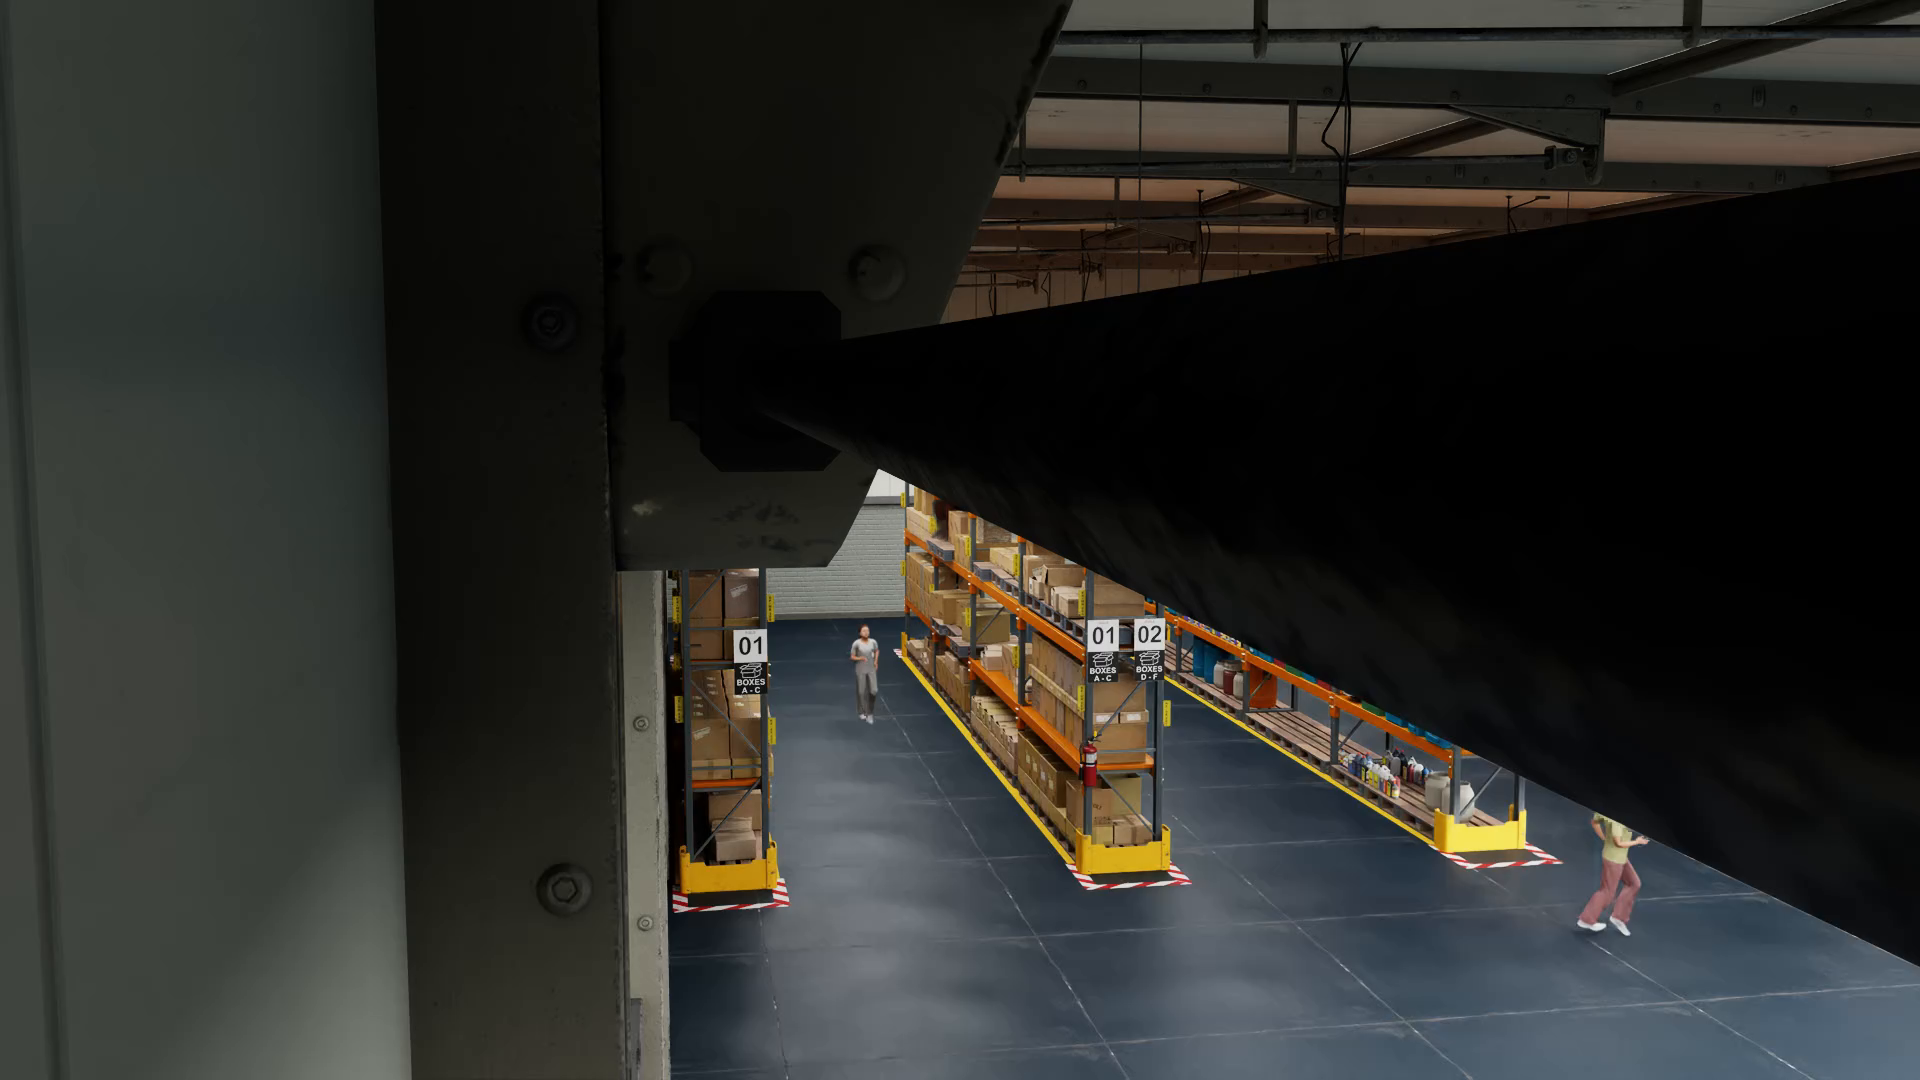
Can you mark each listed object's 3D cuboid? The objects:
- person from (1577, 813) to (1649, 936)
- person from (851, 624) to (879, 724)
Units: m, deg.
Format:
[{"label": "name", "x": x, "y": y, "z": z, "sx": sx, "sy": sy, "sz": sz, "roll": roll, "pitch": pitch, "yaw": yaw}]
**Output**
[{"label": "person", "x": 7.265, "y": 3.594, "z": 18.492, "sx": 0.711, "sy": 1.710, "sz": 0.556, "roll": 2, "pitch": 6, "yaw": 16}, {"label": "person", "x": -1.589, "y": 2.294, "z": 28.347, "sx": 0.547, "sy": 1.720, "sz": 0.623, "roll": -2, "pitch": 6, "yaw": -18}]
